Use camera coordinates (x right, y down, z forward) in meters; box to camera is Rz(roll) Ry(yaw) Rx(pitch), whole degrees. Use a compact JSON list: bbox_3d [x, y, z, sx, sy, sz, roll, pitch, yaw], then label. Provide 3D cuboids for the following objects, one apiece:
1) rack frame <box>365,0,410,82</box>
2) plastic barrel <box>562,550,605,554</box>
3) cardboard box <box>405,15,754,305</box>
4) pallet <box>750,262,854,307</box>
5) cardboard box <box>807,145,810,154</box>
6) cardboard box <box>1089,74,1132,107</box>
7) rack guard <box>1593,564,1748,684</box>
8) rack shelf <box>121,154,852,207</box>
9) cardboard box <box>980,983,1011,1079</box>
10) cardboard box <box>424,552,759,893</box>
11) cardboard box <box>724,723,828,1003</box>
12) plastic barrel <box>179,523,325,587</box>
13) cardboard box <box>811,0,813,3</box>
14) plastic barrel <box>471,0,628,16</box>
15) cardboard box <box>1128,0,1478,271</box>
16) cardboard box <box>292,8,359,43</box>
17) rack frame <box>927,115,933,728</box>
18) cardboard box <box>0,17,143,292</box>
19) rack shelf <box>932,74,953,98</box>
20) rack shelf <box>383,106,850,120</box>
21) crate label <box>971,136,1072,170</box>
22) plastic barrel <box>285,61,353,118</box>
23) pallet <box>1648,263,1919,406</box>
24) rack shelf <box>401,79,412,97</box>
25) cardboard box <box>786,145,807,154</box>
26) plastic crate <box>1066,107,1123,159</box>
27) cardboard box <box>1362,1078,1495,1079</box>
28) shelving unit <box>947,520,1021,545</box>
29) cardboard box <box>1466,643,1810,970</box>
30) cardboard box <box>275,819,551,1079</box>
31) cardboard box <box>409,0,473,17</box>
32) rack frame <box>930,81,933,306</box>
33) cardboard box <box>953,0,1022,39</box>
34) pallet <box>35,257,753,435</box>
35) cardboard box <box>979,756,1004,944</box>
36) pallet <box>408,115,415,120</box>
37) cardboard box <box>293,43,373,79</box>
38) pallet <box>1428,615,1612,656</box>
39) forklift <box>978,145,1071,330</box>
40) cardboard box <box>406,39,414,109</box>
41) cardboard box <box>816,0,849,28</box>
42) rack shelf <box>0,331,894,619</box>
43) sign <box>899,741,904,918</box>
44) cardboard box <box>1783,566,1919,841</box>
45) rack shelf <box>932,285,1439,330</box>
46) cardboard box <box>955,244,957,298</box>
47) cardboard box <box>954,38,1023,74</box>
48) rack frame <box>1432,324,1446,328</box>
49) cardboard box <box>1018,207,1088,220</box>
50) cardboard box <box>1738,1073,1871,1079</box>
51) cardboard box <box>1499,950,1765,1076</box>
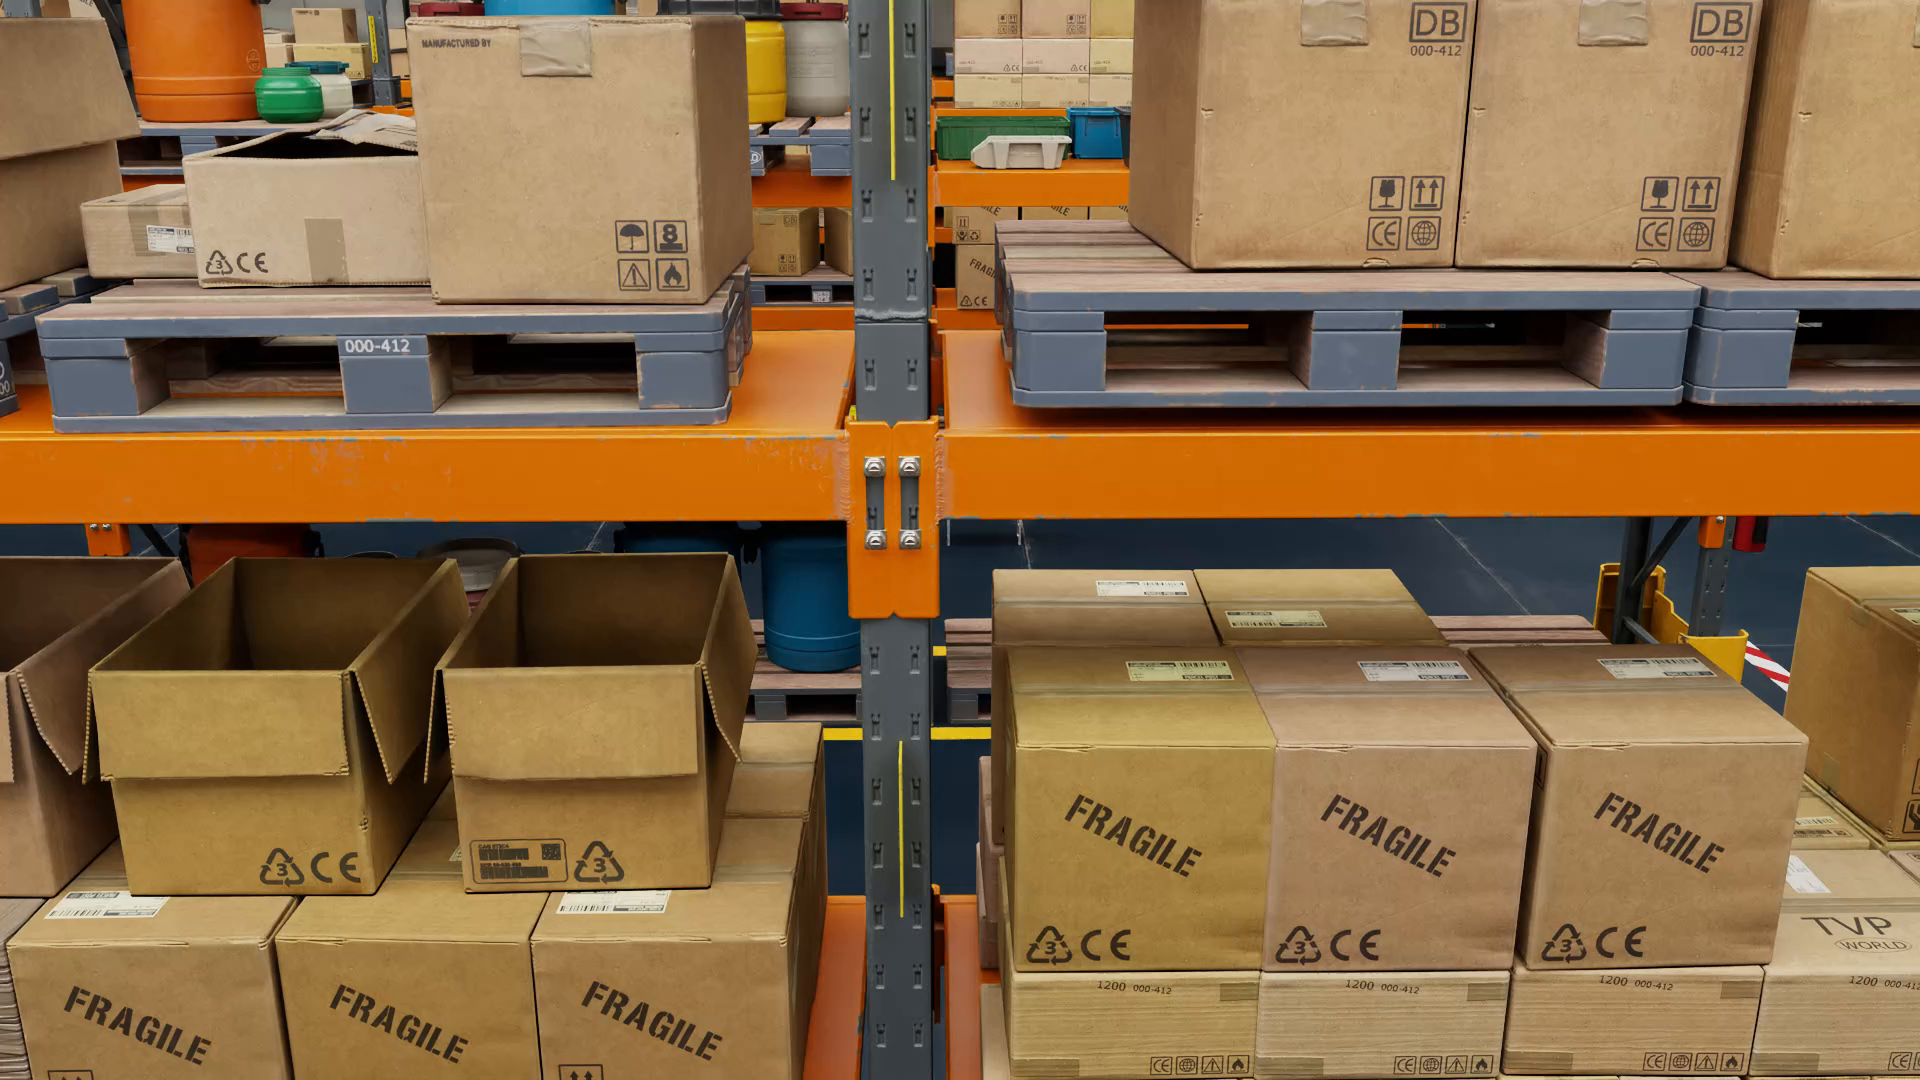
[{"bbox_3d":[-4.282,-4.966,12.295,0.127,3.000,1.000,0,18,-1],"label":"rack frame"},{"bbox_3d":[-2.026,0.346,8.945,0.421,0.512,0.421,0,18,0],"label":"plastic barrel"},{"bbox_3d":[-0.709,-0.773,3.284,0.500,0.500,0.700,0,18,0],"label":"cardboard box"},{"bbox_3d":[-1.083,-2.066,13.392,1.213,0.211,1.003,0,18,-1],"label":"pallet"},{"bbox_3d":[-1.338,-4.117,17.560,0.500,0.250,0.500,0,18,0],"label":"cardboard box"},{"bbox_3d":[1.208,-3.415,12.618,0.500,0.250,0.500,0,18,-1],"label":"cardboard box"},{"bbox_3d":[3.816,0.552,9.010,0.348,0.500,1.175,0,18,-1],"label":"rack guard"},{"bbox_3d":[-2.207,-1.691,8.177,4.000,0.370,1.077,0,18,-1],"label":"rack shelf"},{"bbox_3d":[0.172,1.117,3.566,0.250,0.149,0.380,0,18,-1],"label":"cardboard box"},{"bbox_3d":[-0.768,0.378,3.654,0.637,0.503,0.797,-1,18,-2],"label":"cardboard box"},{"bbox_3d":[-0.593,0.776,4.055,0.500,0.500,0.500,0,18,-1],"label":"cardboard box"},{"bbox_3d":[-3.718,0.230,8.786,0.708,0.830,0.600,0,18,-1],"label":"plastic barrel"},{"bbox_3d":[-1.798,-5.712,17.421,0.500,0.250,0.500,-1,18,-3],"label":"cardboard box"},{"bbox_3d":[-1.912,-2.427,7.785,0.708,0.901,0.600,0,18,-1],"label":"plastic barrel"},{"bbox_3d":[0.652,-0.848,3.356,0.500,0.500,0.700,-1,18,-4],"label":"cardboard box"},{"bbox_3d":[-6.582,-5.263,17.280,0.500,0.500,0.500,-1,18,-3],"label":"cardboard box"},{"bbox_3d":[-0.208,-0.615,8.555,0.127,3.000,1.000,0,18,-1],"label":"rack frame"},{"bbox_3d":[-2.087,-0.777,3.292,0.637,0.503,0.797,-1,18,-2],"label":"cardboard box"},{"bbox_3d":[1.636,-4.737,17.669,4.000,0.370,1.077,0,18,-1],"label":"rack shelf"},{"bbox_3d":[-2.282,-3.204,12.893,4.000,0.370,1.077,0,18,-1],"label":"rack shelf"},{"bbox_3d":[0.286,-1.832,7.869,0.466,0.136,0.293,0,18,-1],"label":"crate label"},{"bbox_3d":[-3.137,-2.208,8.149,0.301,0.262,0.301,0,18,0],"label":"plastic barrel"},{"bbox_3d":[1.906,-0.494,3.413,1.213,0.211,1.003,0,18,-1],"label":"pallet"},{"bbox_3d":[-6.363,-4.698,17.549,4.000,0.370,1.077,0,18,-1],"label":"rack shelf"},{"bbox_3d":[-1.848,-4.115,17.552,0.500,0.250,0.500,0,18,0],"label":"cardboard box"},{"bbox_3d":[0.698,-2.066,8.440,0.300,0.233,0.416,0,18,-1],"label":"plastic crate"},{"bbox_3d":[0.960,1.113,3.580,0.250,0.149,0.380,-1,18,-2],"label":"cardboard box"},{"bbox_3d":[0.166,-0.572,11.367,0.503,1.200,0.258,0,18,-1],"label":"shelving unit"},{"bbox_3d":[1.366,0.542,3.478,0.500,0.500,0.500,-1,18,-3],"label":"cardboard box"},{"bbox_3d":[-1.088,0.936,3.556,0.500,0.500,0.500,0,18,1],"label":"cardboard box"},{"bbox_3d":[-3.845,-4.061,12.585,0.500,0.500,0.500,0,18,-1],"label":"cardboard box"},{"bbox_3d":[-0.282,-2.128,13.271,0.127,3.000,1.000,0,18,-1],"label":"rack frame"},{"bbox_3d":[0.203,-4.094,12.689,0.500,0.500,0.700,0,18,-1],"label":"cardboard box"},{"bbox_3d":[-1.045,-0.420,3.350,1.217,0.209,0.805,-1,18,-3],"label":"pallet"},{"bbox_3d":[0.308,0.745,4.073,0.500,0.250,0.500,-1,18,-2],"label":"cardboard box"},{"bbox_3d":[-2.124,-1.914,8.001,1.213,0.211,1.003,0,18,-1],"label":"pallet"},{"bbox_3d":[-4.734,-3.646,12.651,0.500,0.250,0.500,-2,18,-5],"label":"cardboard box"},{"bbox_3d":[2.967,0.685,9.066,1.213,0.211,1.003,0,18,-1],"label":"pallet"},{"bbox_3d":[0.471,-2.850,15.633,3.031,2.935,1.130,0,18,1],"label":"forklift"},{"bbox_3d":[-3.846,-3.597,12.776,0.500,0.500,0.910,0,18,-1],"label":"cardboard box"},{"bbox_3d":[-0.787,-3.872,12.781,0.600,0.600,0.600,-2,18,-6],"label":"cardboard box"},{"bbox_3d":[-2.129,-0.179,3.461,4.000,0.370,1.077,0,18,-1],"label":"rack shelf"},{"bbox_3d":[-0.111,0.549,3.158,0.005,0.325,0.100,0,18,-1],"label":"sign"},{"bbox_3d":[2.368,0.377,3.991,0.500,0.500,0.500,-1,18,-2],"label":"cardboard box"},{"bbox_3d":[1.718,-1.795,13.411,4.000,0.370,1.077,0,18,-1],"label":"rack shelf"},{"bbox_3d":[0.214,-2.257,13.508,0.500,0.500,0.500,0,18,0],"label":"cardboard box"},{"bbox_3d":[0.208,-3.650,12.530,0.500,0.250,0.500,0,18,-1],"label":"cardboard box"},{"bbox_3d":[3.717,-2.148,13.331,0.127,3.000,1.000,0,18,-1],"label":"rack frame"},{"bbox_3d":[0.709,-2.571,12.851,0.500,0.500,0.500,-1,18,-3],"label":"cardboard box"},{"bbox_3d":[1.730,1.109,3.591,0.250,0.149,0.380,-1,18,-2],"label":"cardboard box"},{"bbox_3d":[1.360,0.900,3.591,0.500,0.250,0.500,0,18,1],"label":"cardboard box"}]
